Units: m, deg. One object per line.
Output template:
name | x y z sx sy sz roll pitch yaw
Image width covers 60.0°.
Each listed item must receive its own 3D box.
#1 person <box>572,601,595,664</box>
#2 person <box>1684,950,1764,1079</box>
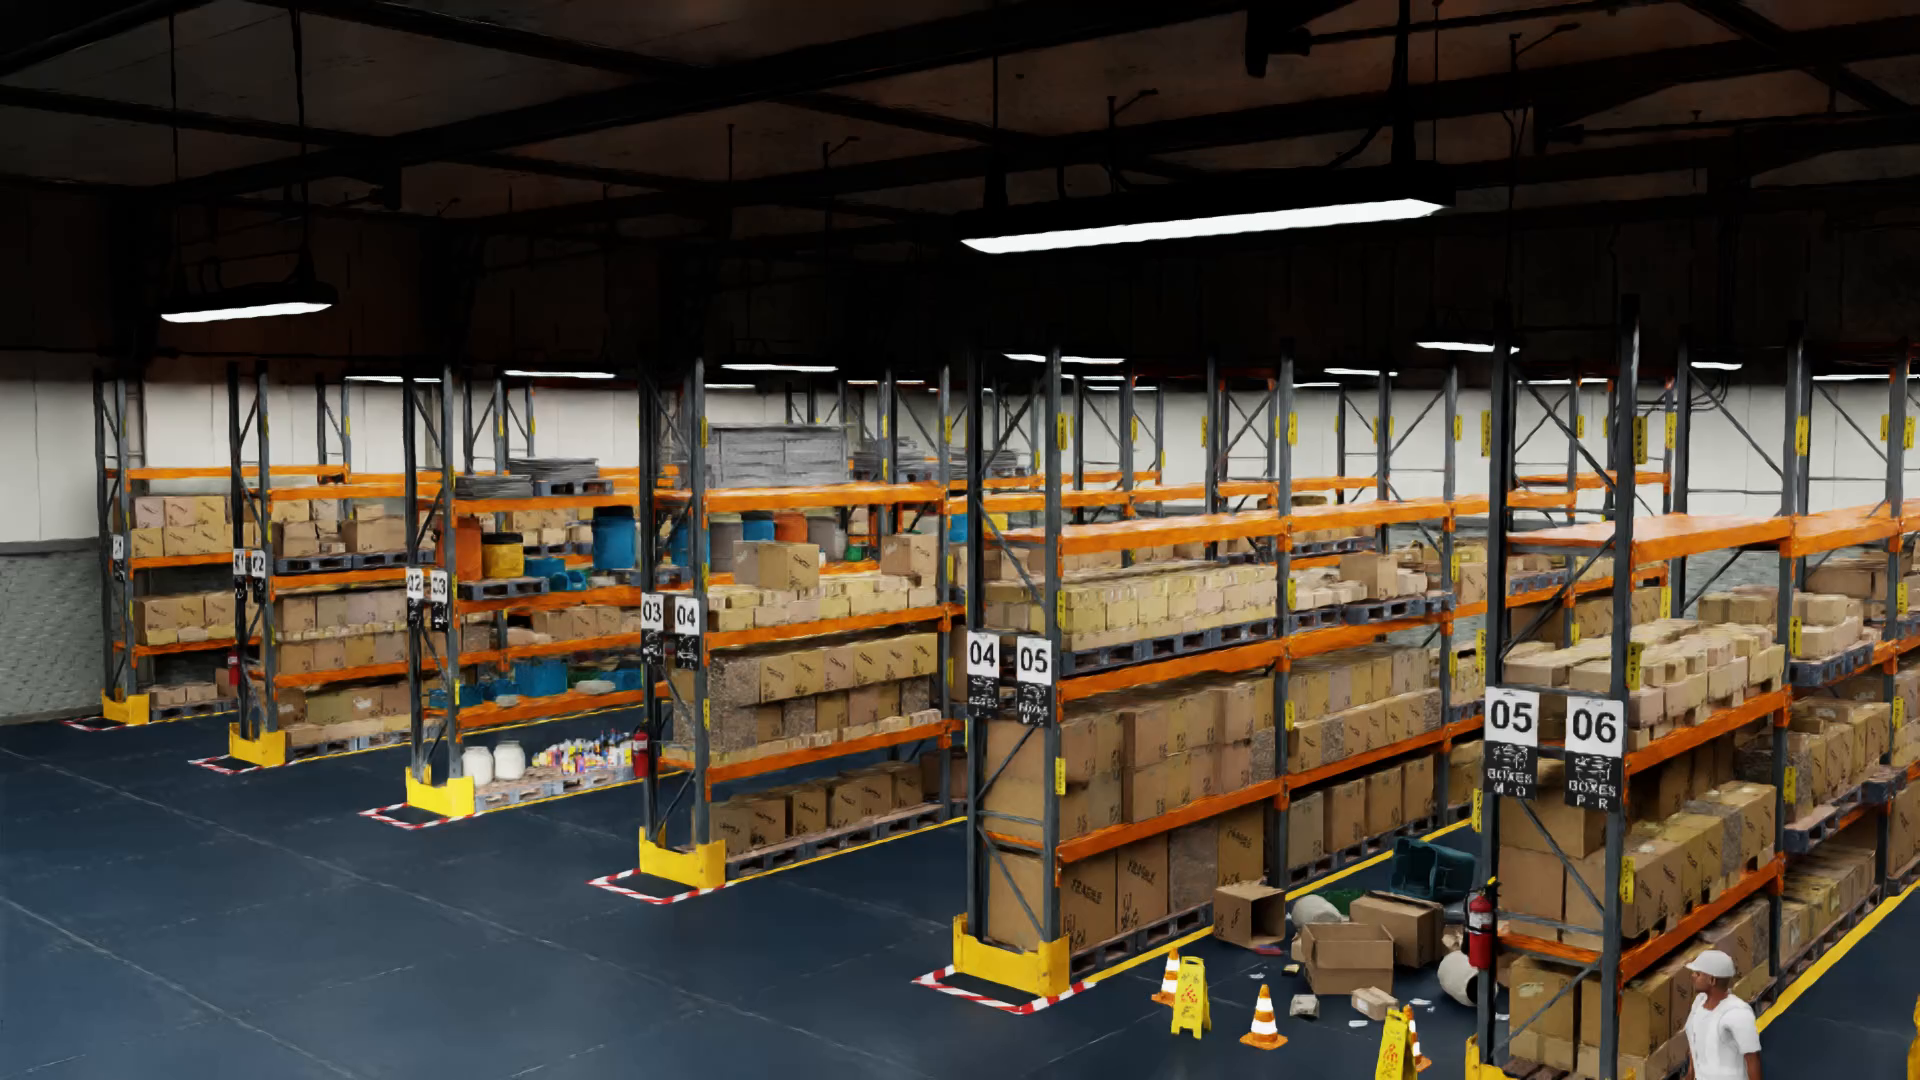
person | -7.631 1.883 33.739 0.598 1.618 0.507 3 5 39
person | 4.887 3.503 10.600 0.498 1.767 0.658 0 4 4
